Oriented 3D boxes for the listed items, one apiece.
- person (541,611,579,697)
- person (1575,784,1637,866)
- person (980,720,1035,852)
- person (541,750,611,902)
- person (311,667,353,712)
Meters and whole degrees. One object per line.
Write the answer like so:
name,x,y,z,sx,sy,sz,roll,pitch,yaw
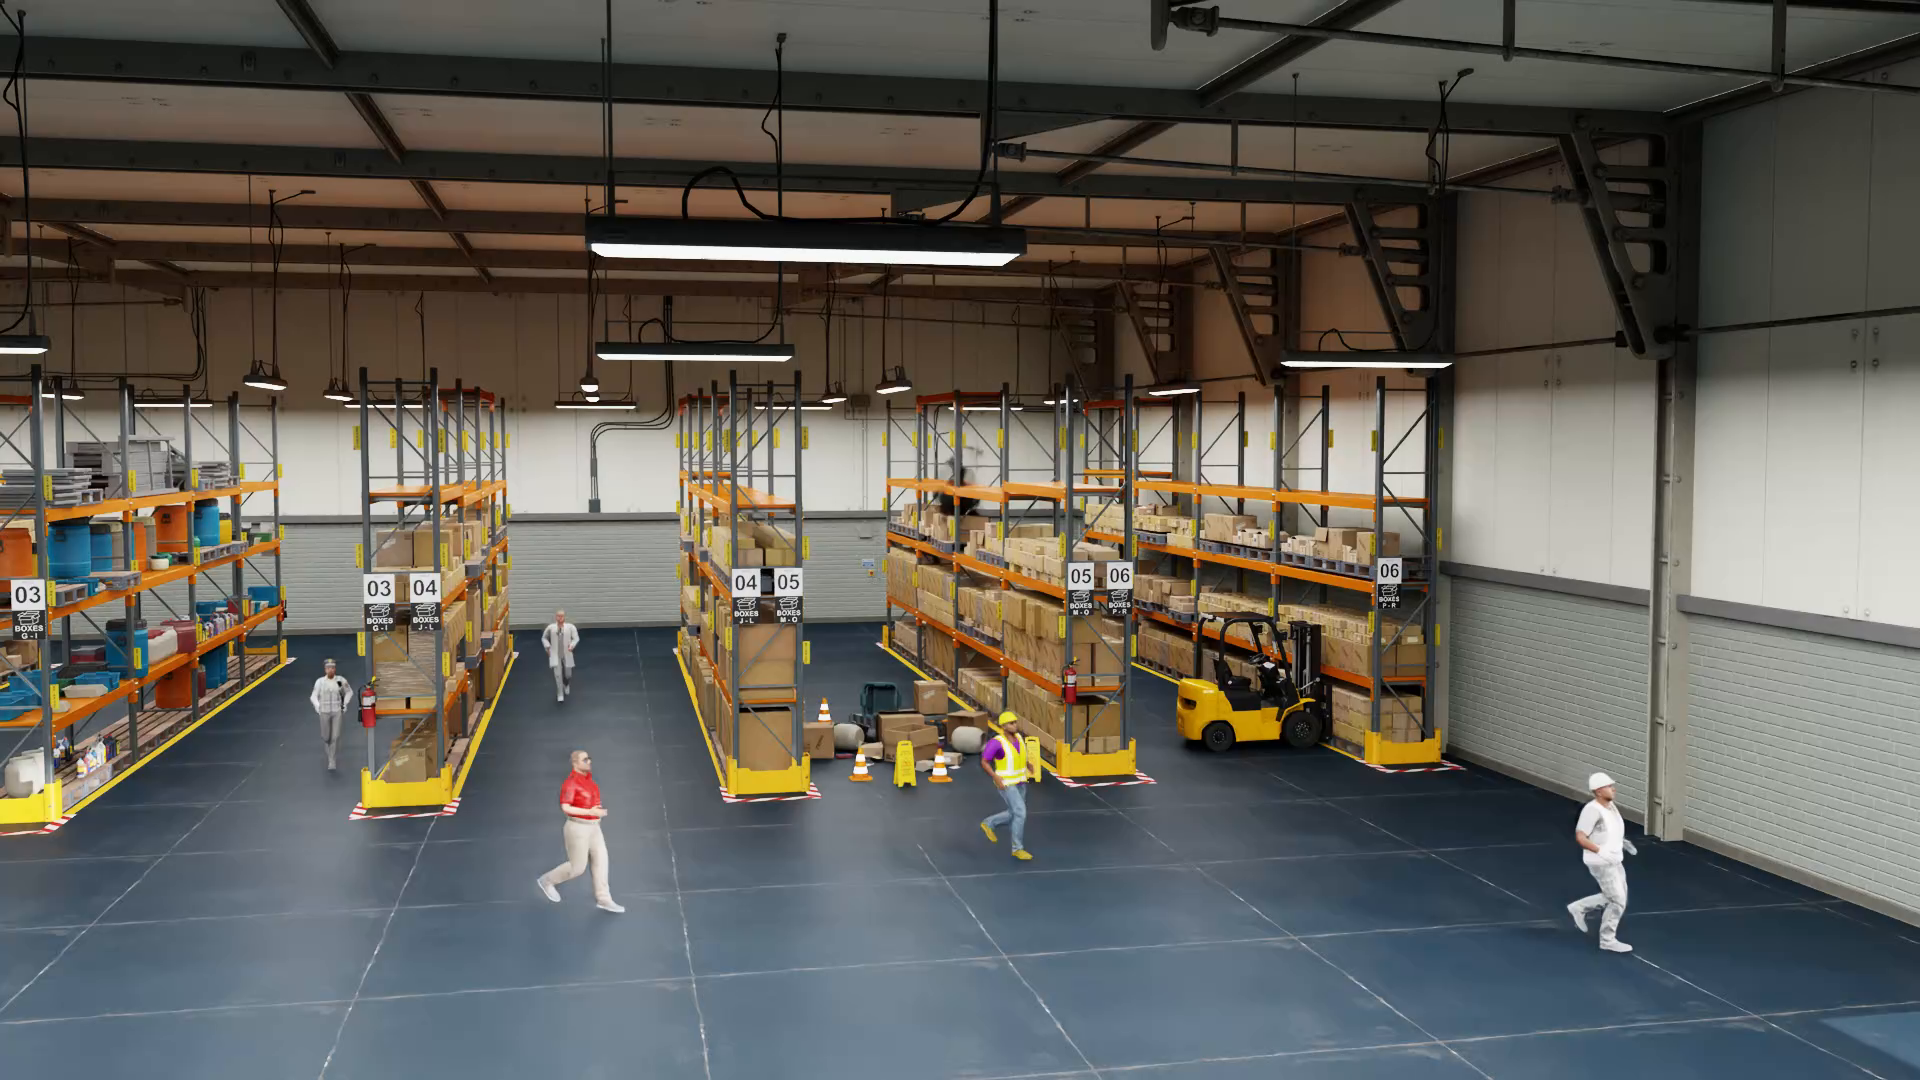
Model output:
person,-7.710,2.191,32.078,0.711,1.660,0.646,-1,4,-15
person,6.361,2.798,16.314,0.449,0.778,0.676,3,4,40
person,0.557,2.921,20.115,0.652,1.647,0.691,3,4,38
person,-10.720,2.137,19.372,14.607,3.220,0.776,1,4,15
person,-9.666,2.253,25.580,0.615,0.777,0.360,-1,4,-19
